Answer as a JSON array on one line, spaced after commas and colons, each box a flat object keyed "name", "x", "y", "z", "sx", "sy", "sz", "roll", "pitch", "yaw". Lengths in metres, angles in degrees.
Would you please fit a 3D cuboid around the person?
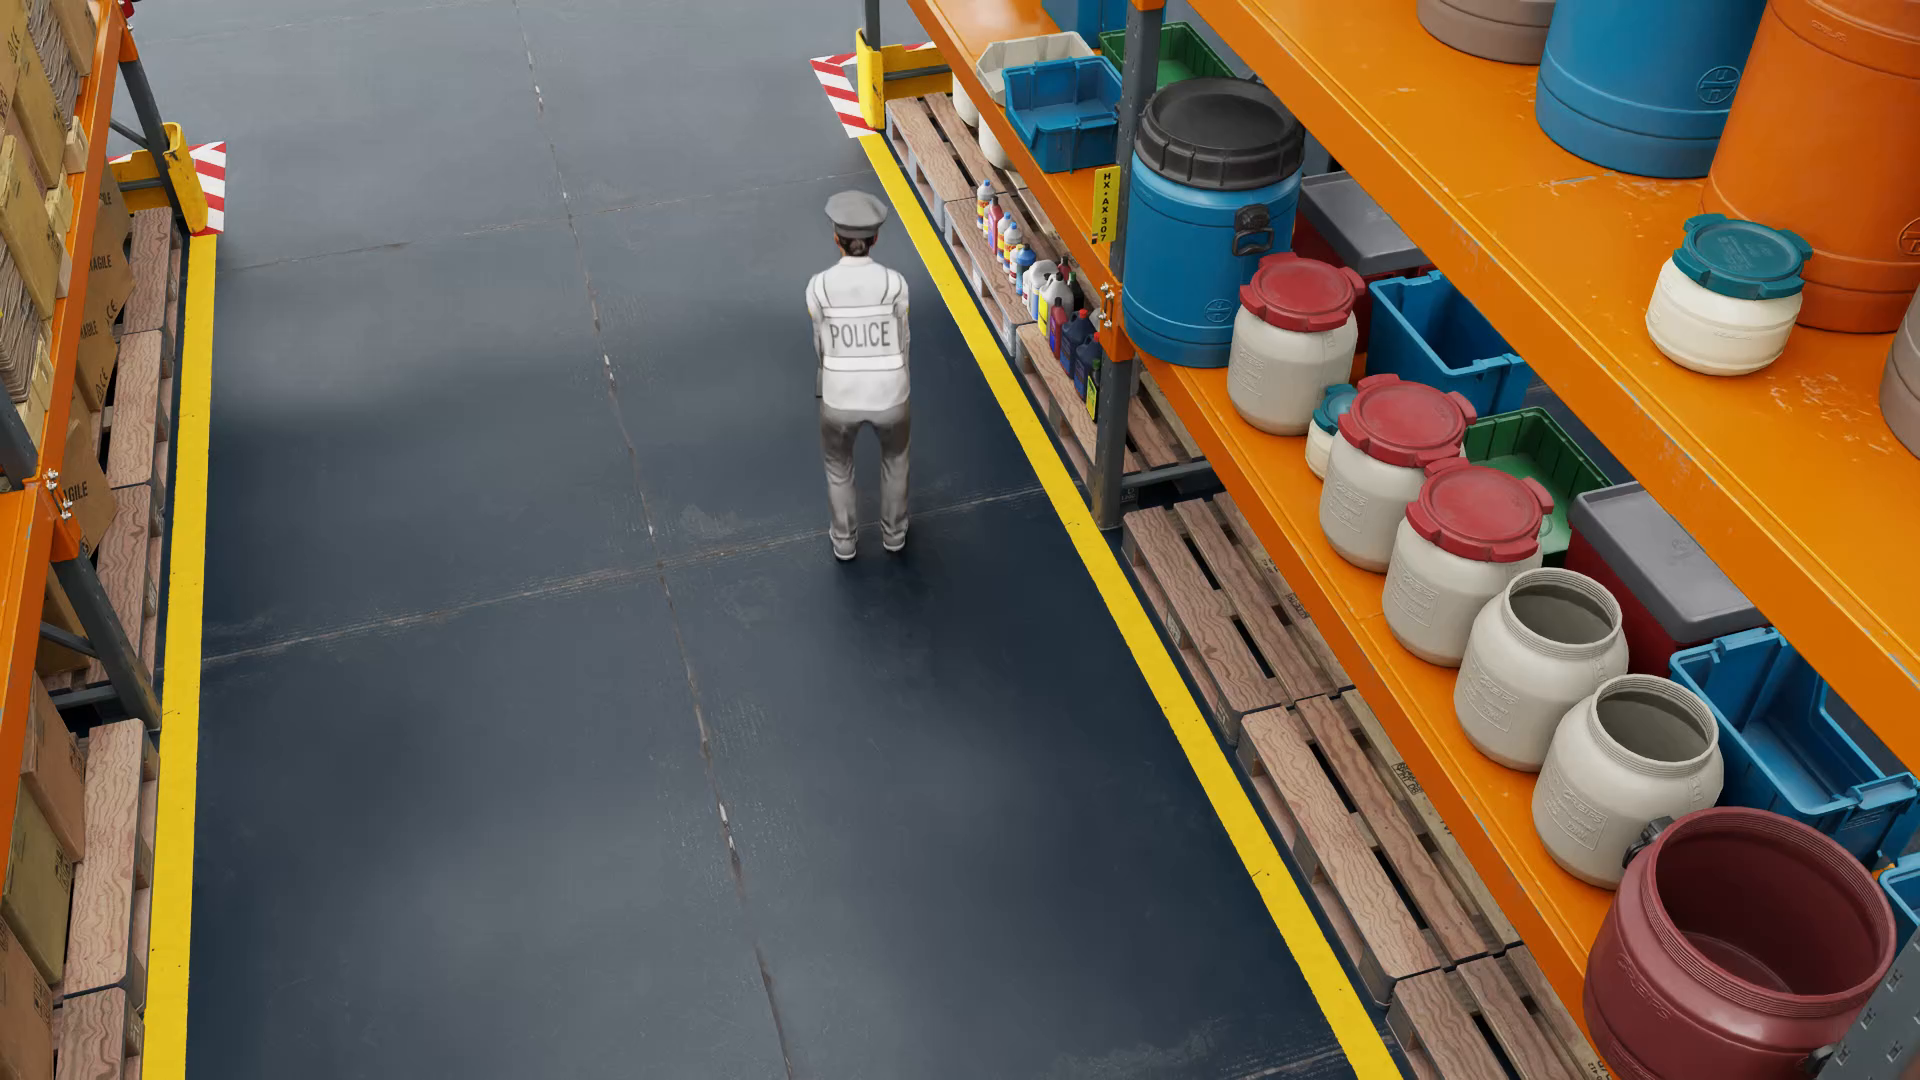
[{"name": "person", "x": -0.405, "y": -0.638, "z": 6.903, "sx": 0.411, "sy": 1.611, "sz": 0.581, "roll": -2, "pitch": 43, "yaw": -2}]
